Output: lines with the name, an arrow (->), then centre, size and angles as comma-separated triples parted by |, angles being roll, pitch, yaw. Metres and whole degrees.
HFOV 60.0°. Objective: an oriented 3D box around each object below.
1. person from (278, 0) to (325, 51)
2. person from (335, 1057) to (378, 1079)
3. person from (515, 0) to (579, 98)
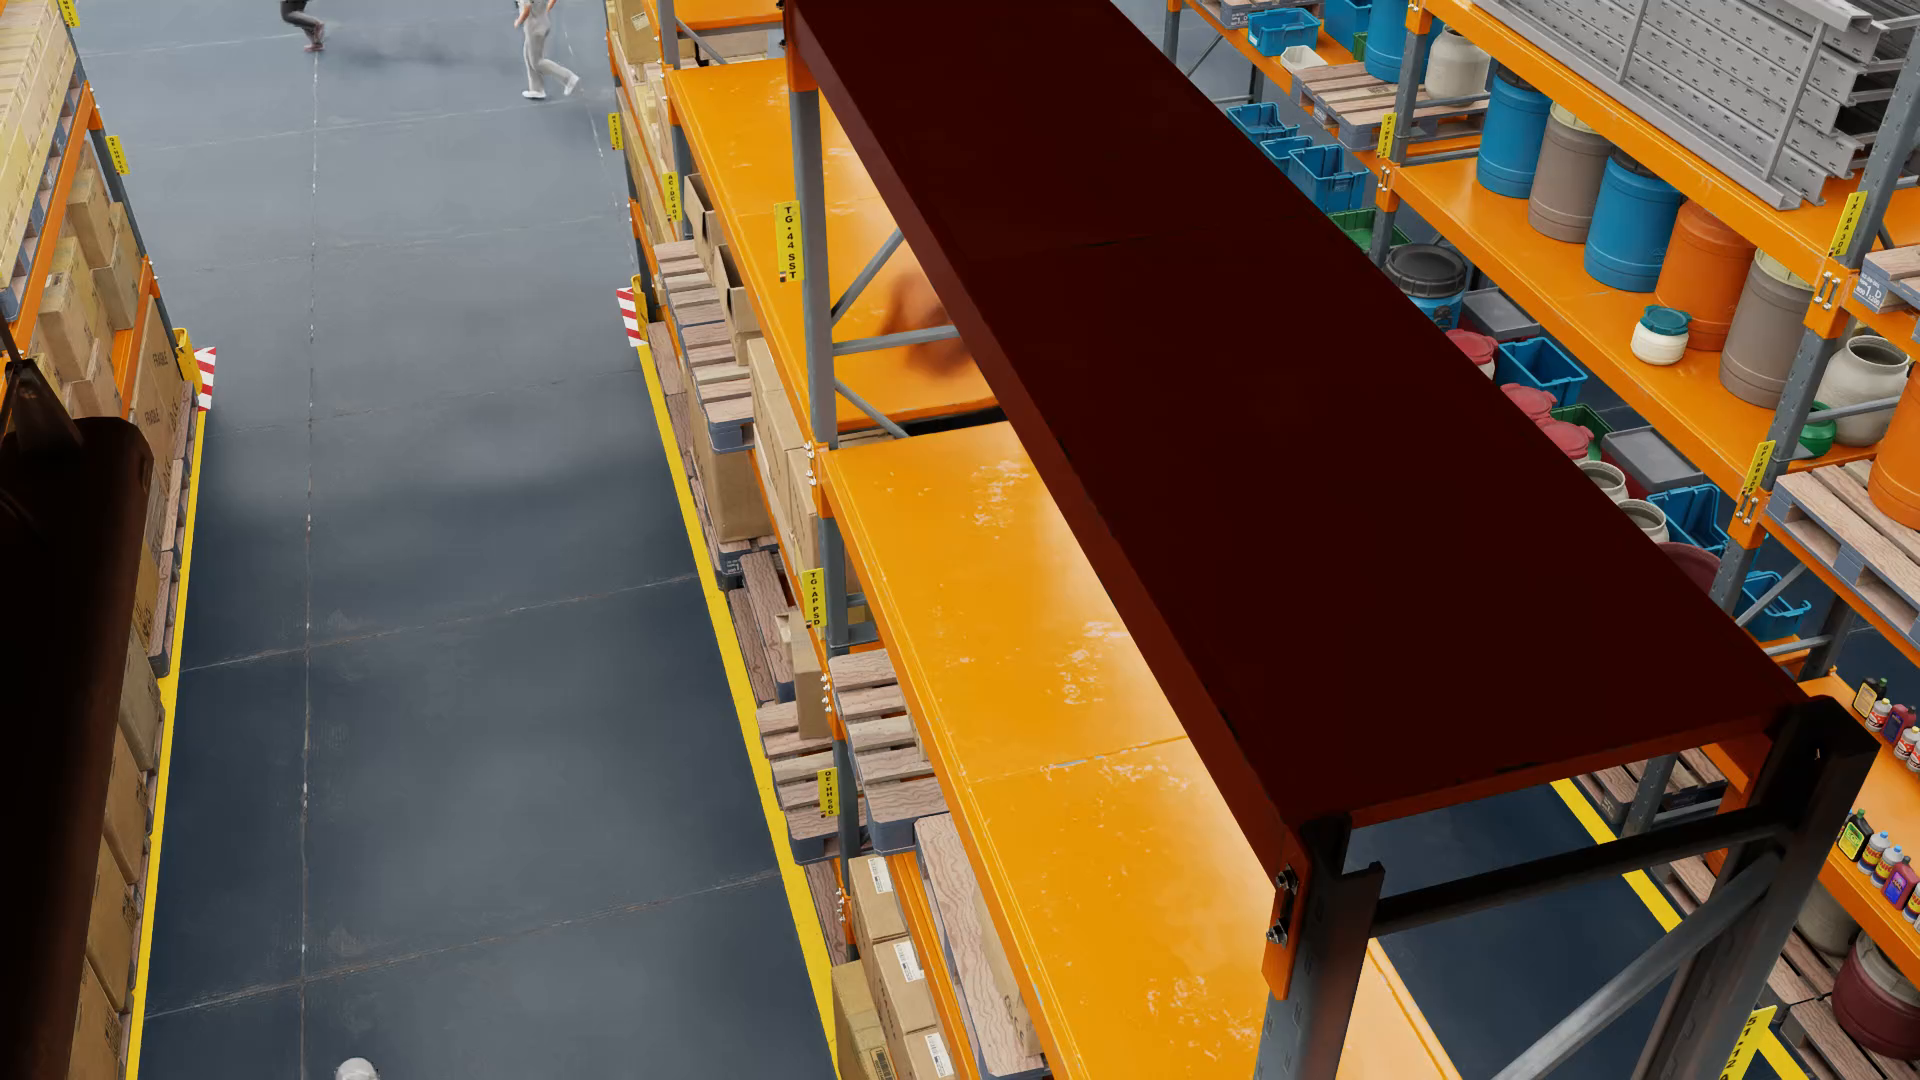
person -> -7.983, -6.637, 19.920 | 0.631, 1.617, 0.589 | 10, 39, 12
person -> -2.501, 2.888, 7.380 | 0.606, 1.711, 0.862 | -18, 42, -21
person -> -4.714, -5.751, 18.774 | 0.797, 1.655, 0.583 | 10, 39, 12
